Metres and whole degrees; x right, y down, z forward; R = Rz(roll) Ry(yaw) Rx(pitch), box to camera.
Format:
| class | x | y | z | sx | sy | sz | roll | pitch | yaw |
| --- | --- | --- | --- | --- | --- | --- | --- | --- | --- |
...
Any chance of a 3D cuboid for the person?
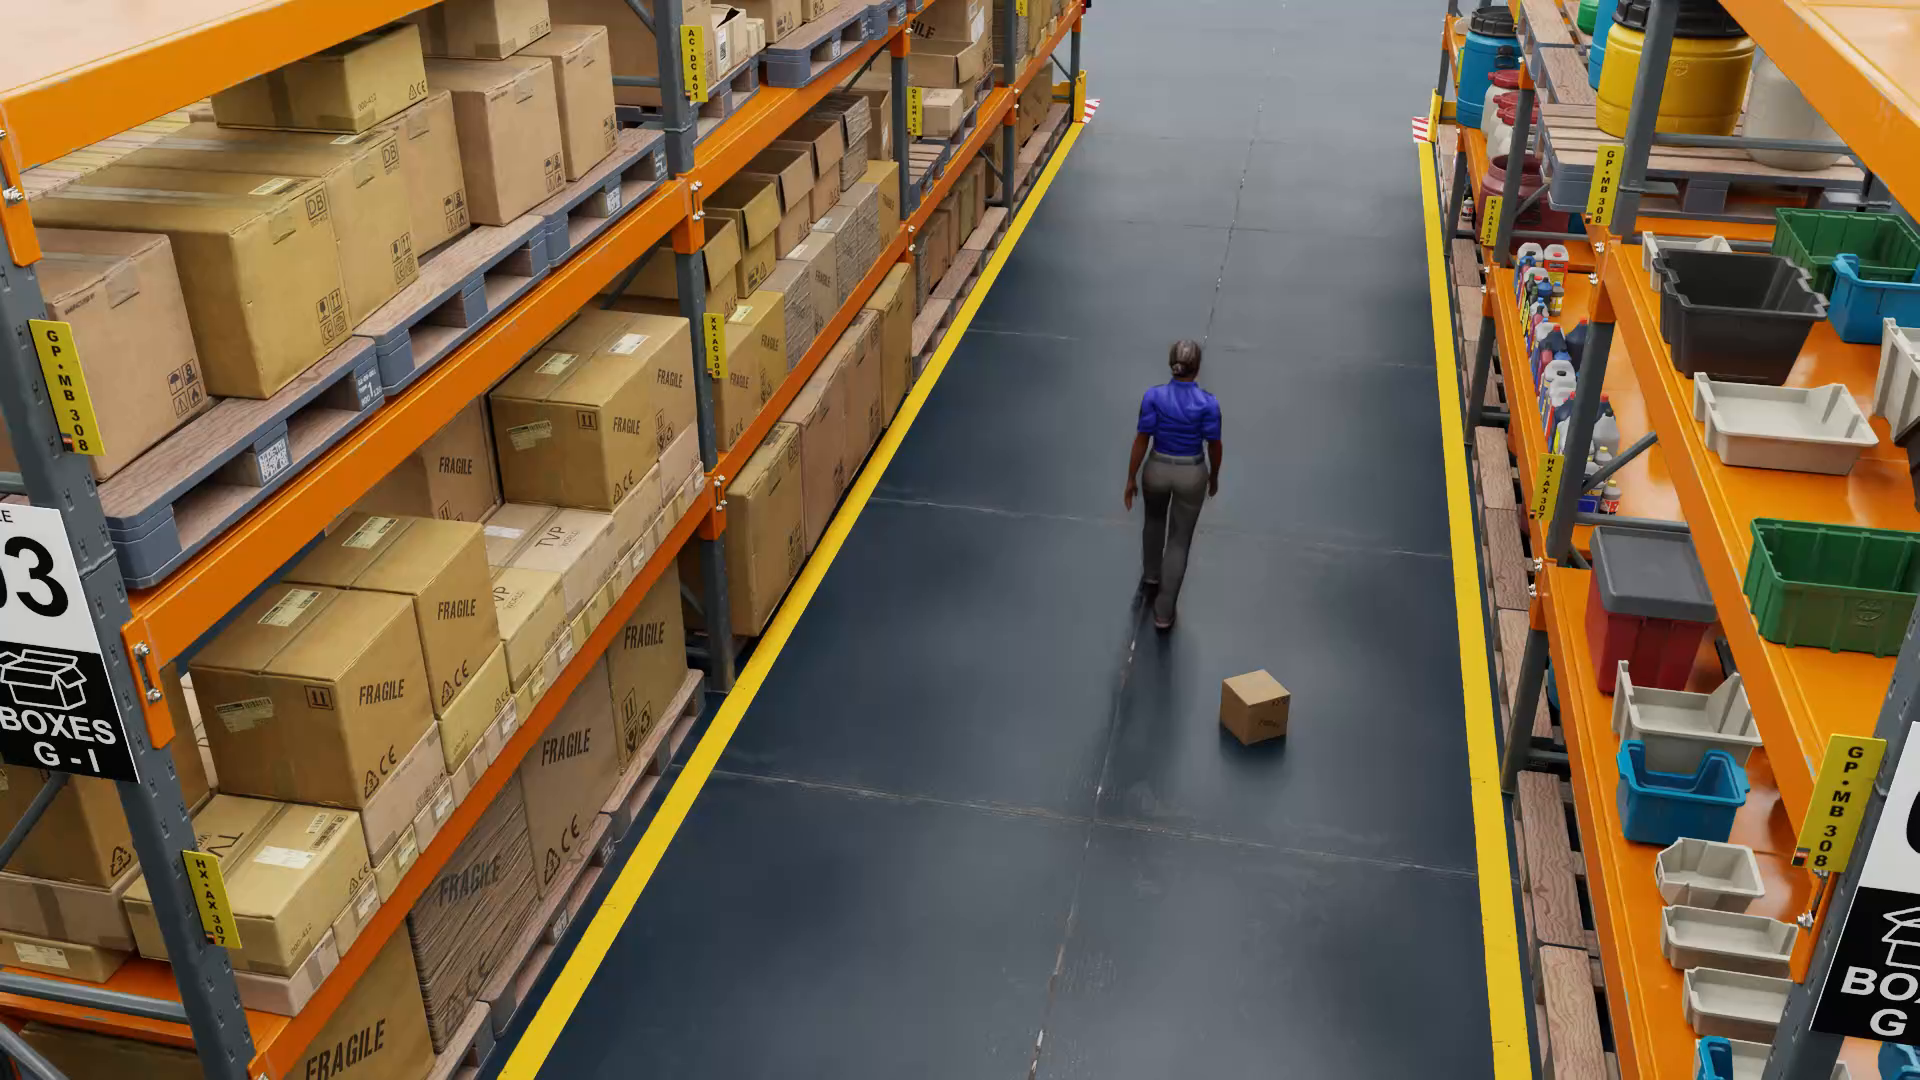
| class | x | y | z | sx | sy | sz | roll | pitch | yaw |
| --- | --- | --- | --- | --- | --- | --- | --- | --- | --- |
| person | 1.199 | -0.339 | 9.247 | 0.494 | 1.693 | 0.698 | 9 | 30 | 16 |
